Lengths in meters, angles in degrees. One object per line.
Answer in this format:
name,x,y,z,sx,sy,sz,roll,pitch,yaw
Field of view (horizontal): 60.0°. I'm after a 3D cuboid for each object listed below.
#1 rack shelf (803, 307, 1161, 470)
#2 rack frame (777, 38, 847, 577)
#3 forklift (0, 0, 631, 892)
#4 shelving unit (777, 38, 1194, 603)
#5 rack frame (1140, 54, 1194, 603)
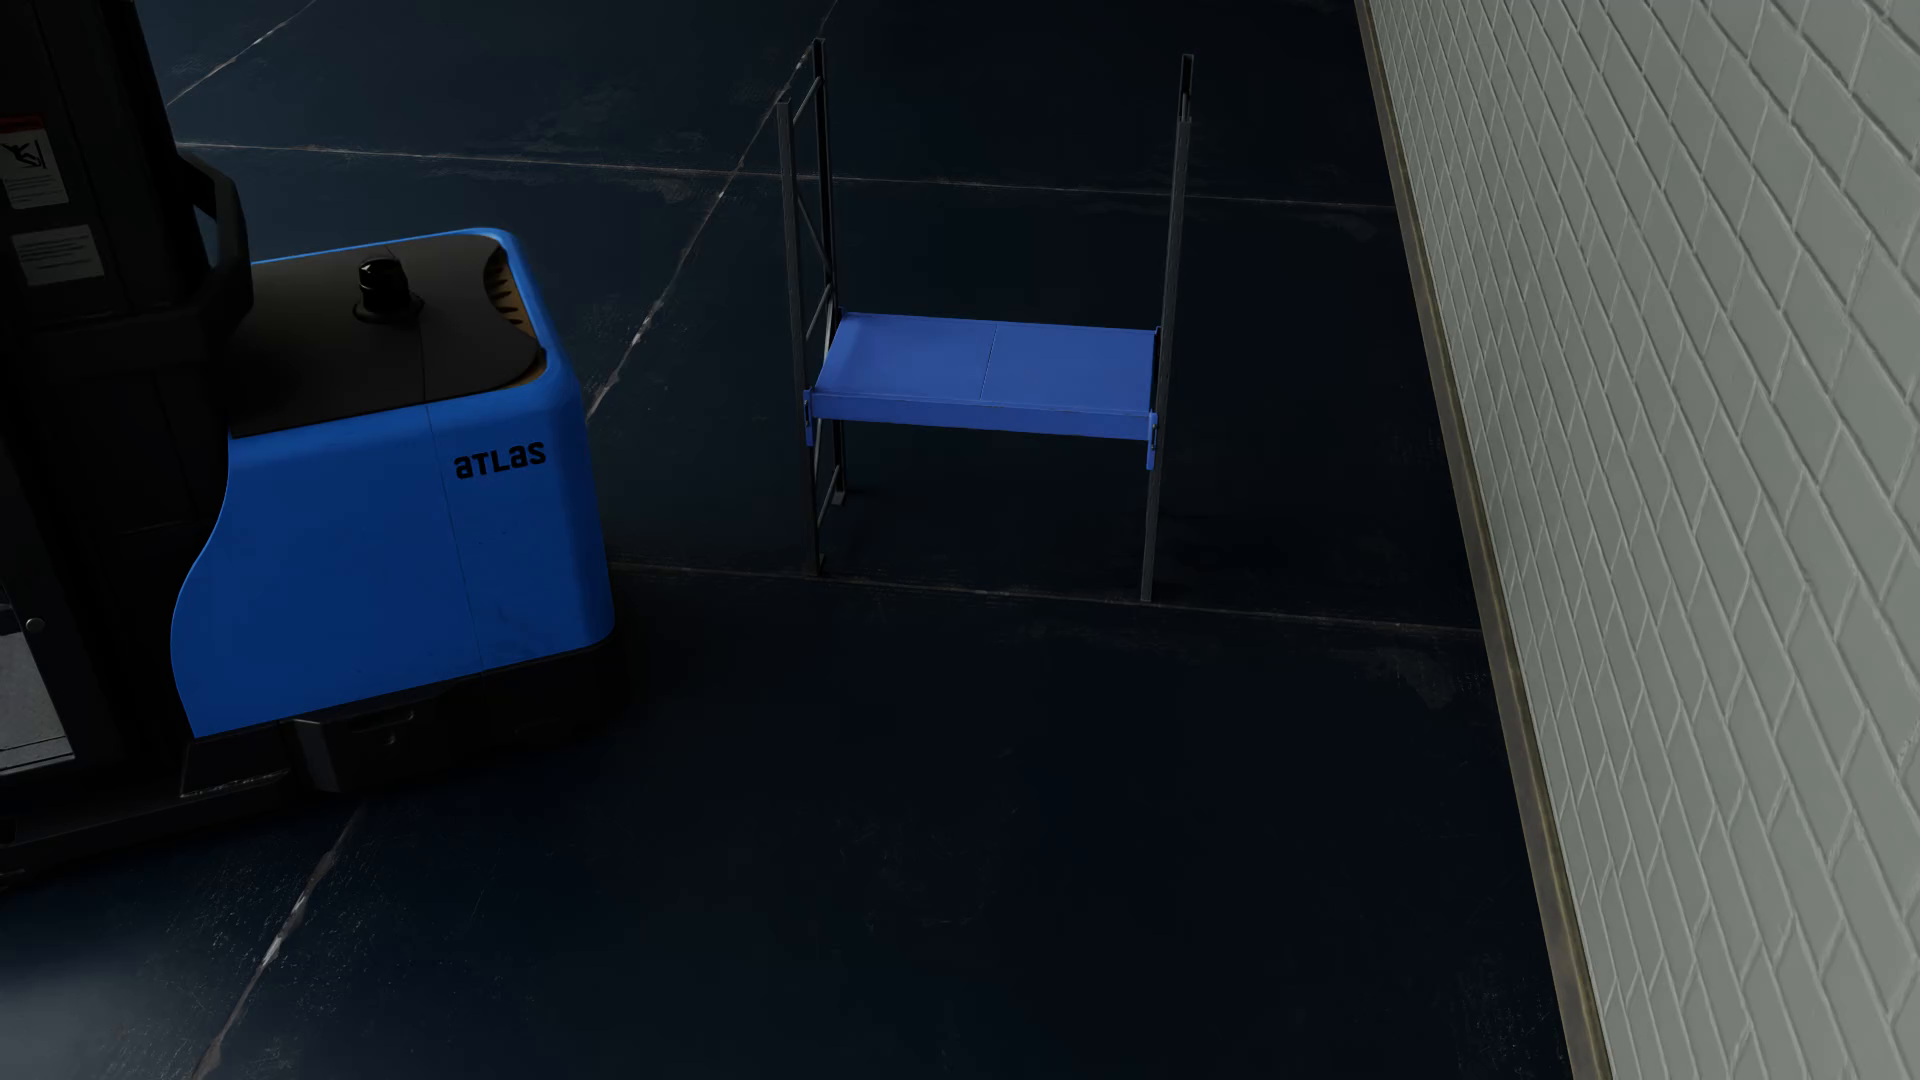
rack shelf,0.085,-0.458,4.910,1.000,0.185,0.538,4,36,6
rack frame,-0.420,-0.642,4.858,0.032,1.500,0.500,4,36,6
forklift,-2.467,-0.636,3.618,3.031,2.935,1.130,-13,38,-17
shelving unit,0.085,-0.604,4.805,1.048,1.500,0.538,4,36,6
rack frame,0.589,-0.567,4.753,0.032,1.500,0.500,4,36,6
